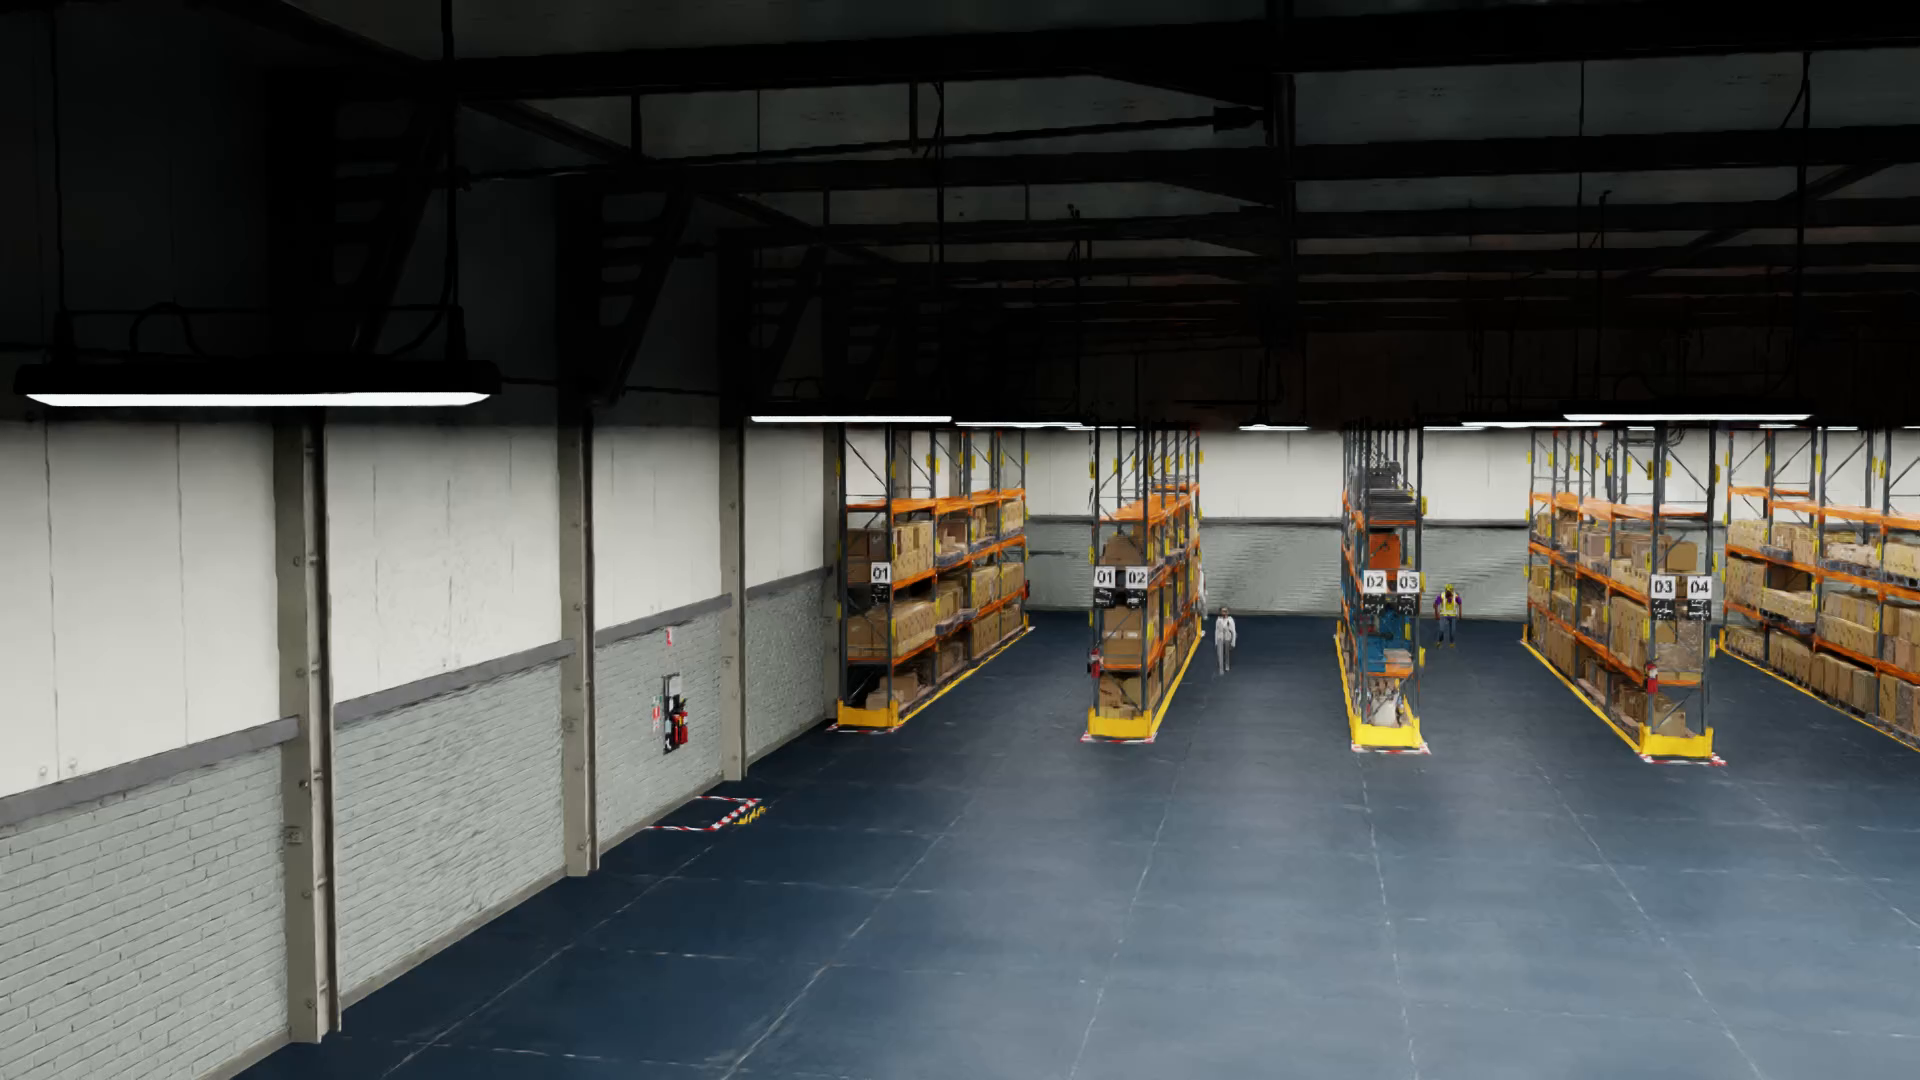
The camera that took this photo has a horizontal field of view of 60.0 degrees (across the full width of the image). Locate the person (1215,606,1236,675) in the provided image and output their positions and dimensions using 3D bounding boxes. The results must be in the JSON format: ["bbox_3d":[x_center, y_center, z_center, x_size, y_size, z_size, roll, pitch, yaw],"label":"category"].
[{"bbox_3d":[6.287,2.349,39.355,0.502,1.624,0.976,1,4,11],"label":"person"}]

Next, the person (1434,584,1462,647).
[{"bbox_3d":[12.992,2.003,44.273,0.719,1.714,0.578,1,4,9],"label":"person"}]

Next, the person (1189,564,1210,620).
[{"bbox_3d":[7.224,1.567,50.762,0.692,1.723,0.843,0,4,-5],"label":"person"}]
